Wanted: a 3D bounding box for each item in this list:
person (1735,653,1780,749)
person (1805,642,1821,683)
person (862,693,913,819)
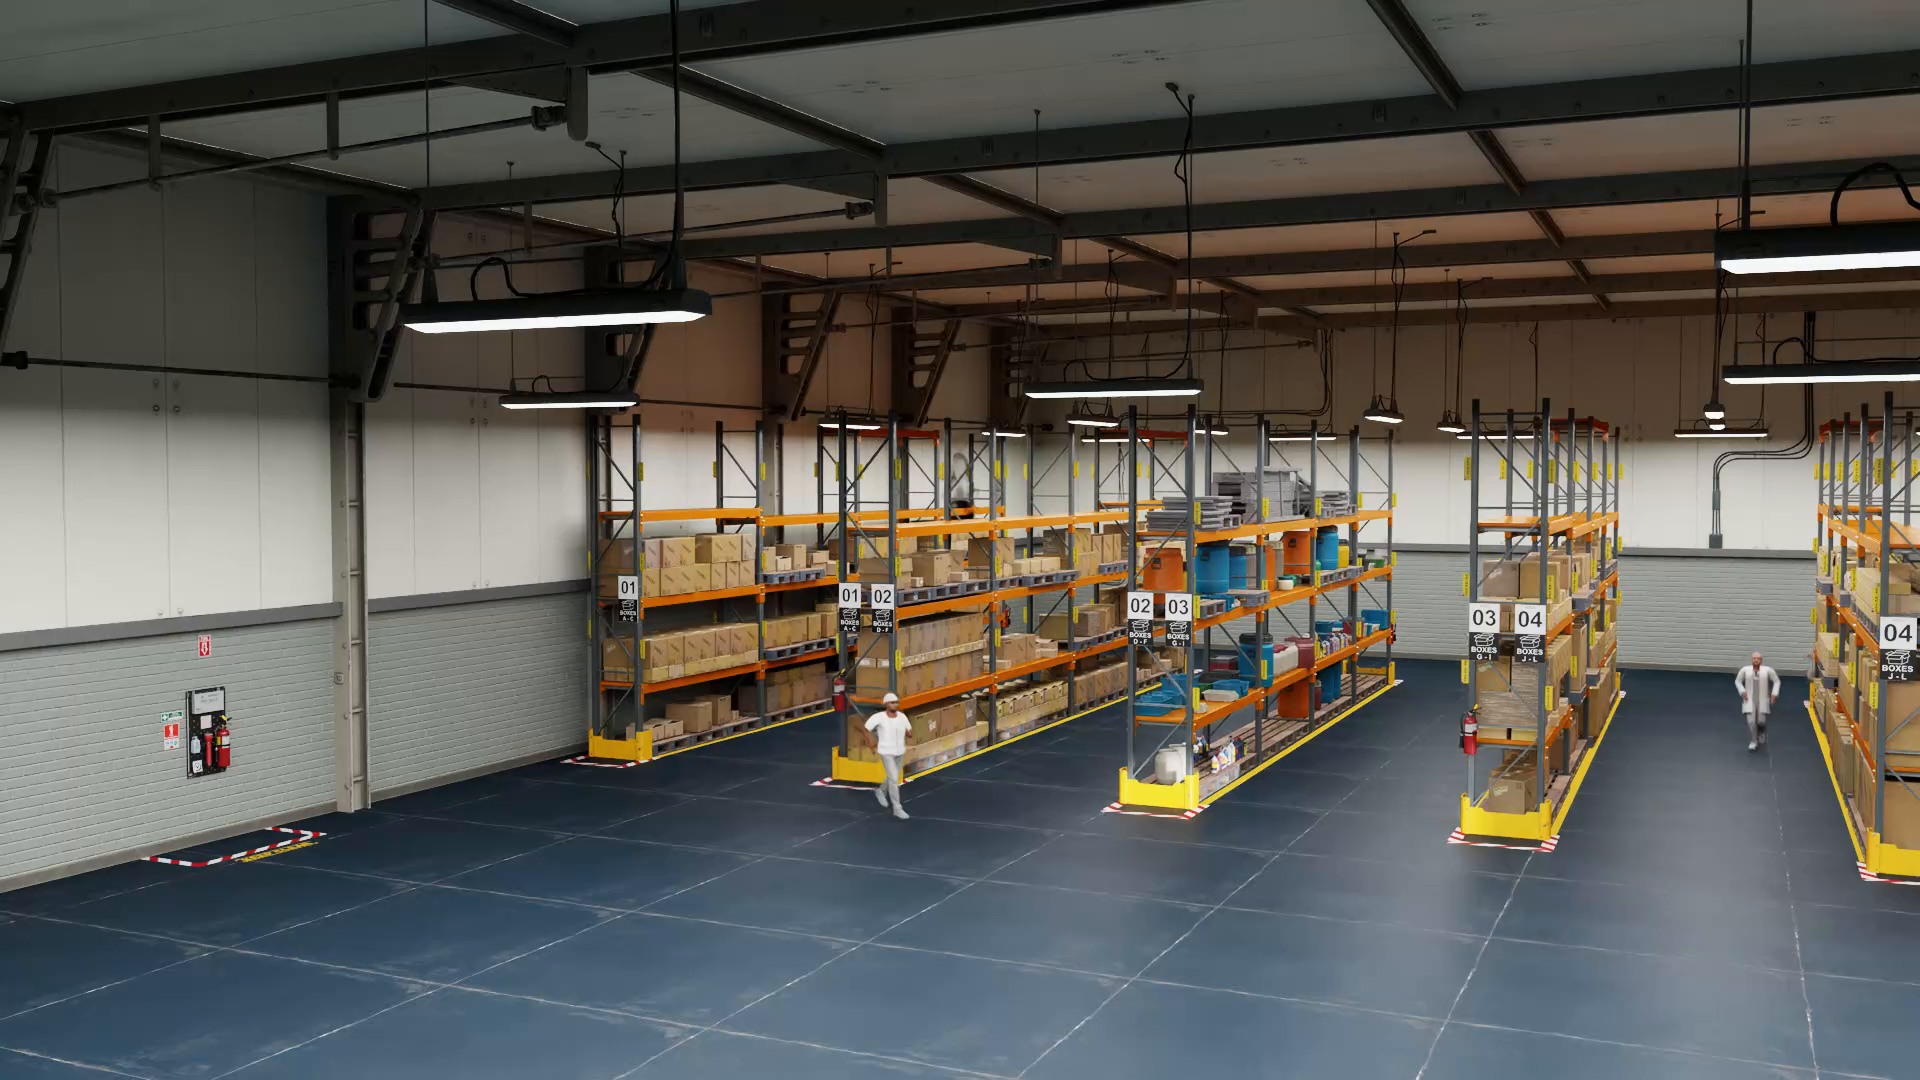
[{"bbox_3d":[14.412,2.903,30.071,0.746,1.737,0.658,1,3,27],"label":"person"},{"bbox_3d":[18.833,2.669,36.392,0.585,1.675,0.723,0,2,11],"label":"person"},{"bbox_3d":[-0.997,3.096,24.137,0.690,1.754,0.989,-2,3,-38],"label":"person"}]
